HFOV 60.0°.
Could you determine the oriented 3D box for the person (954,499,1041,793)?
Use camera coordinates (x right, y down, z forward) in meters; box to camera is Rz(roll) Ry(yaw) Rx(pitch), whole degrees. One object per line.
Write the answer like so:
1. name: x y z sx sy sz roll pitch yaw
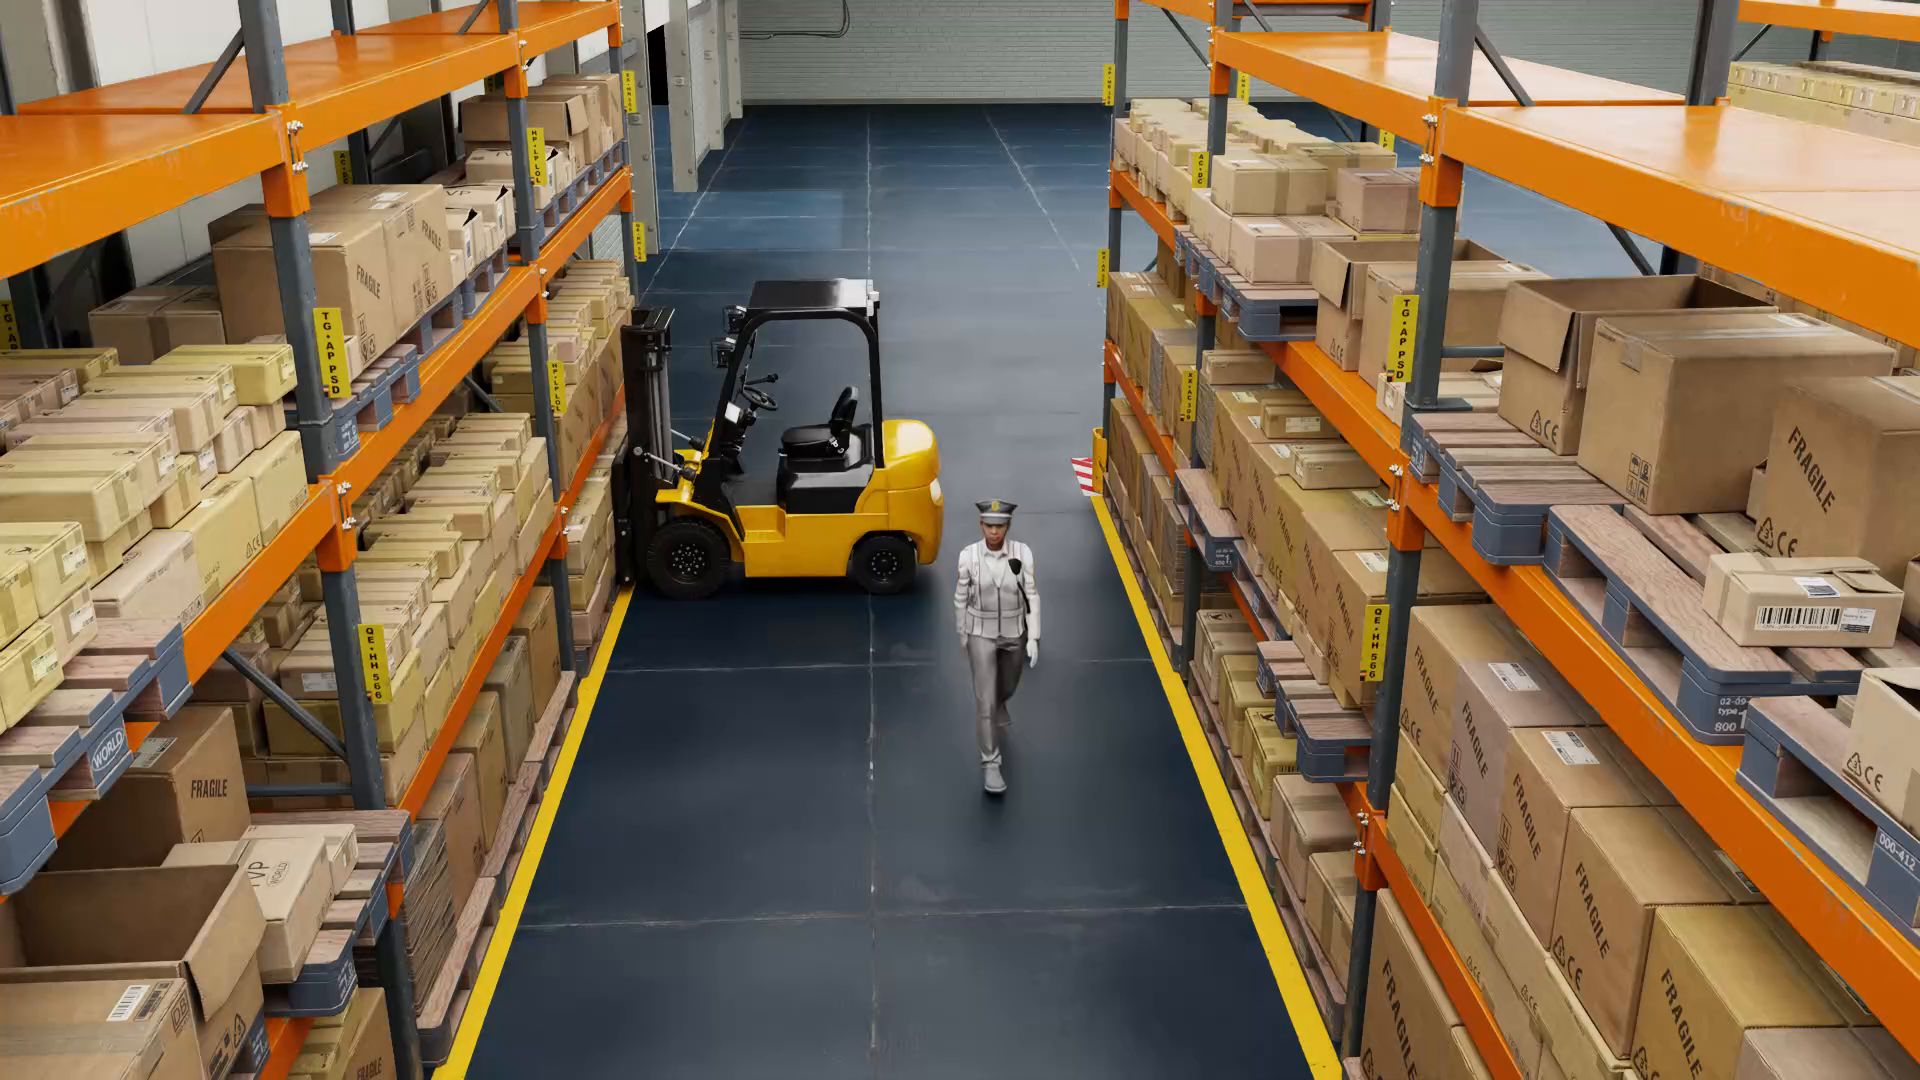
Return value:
1. person: 0.218 0.521 9.623 0.480 1.639 0.993 -3 21 -8
